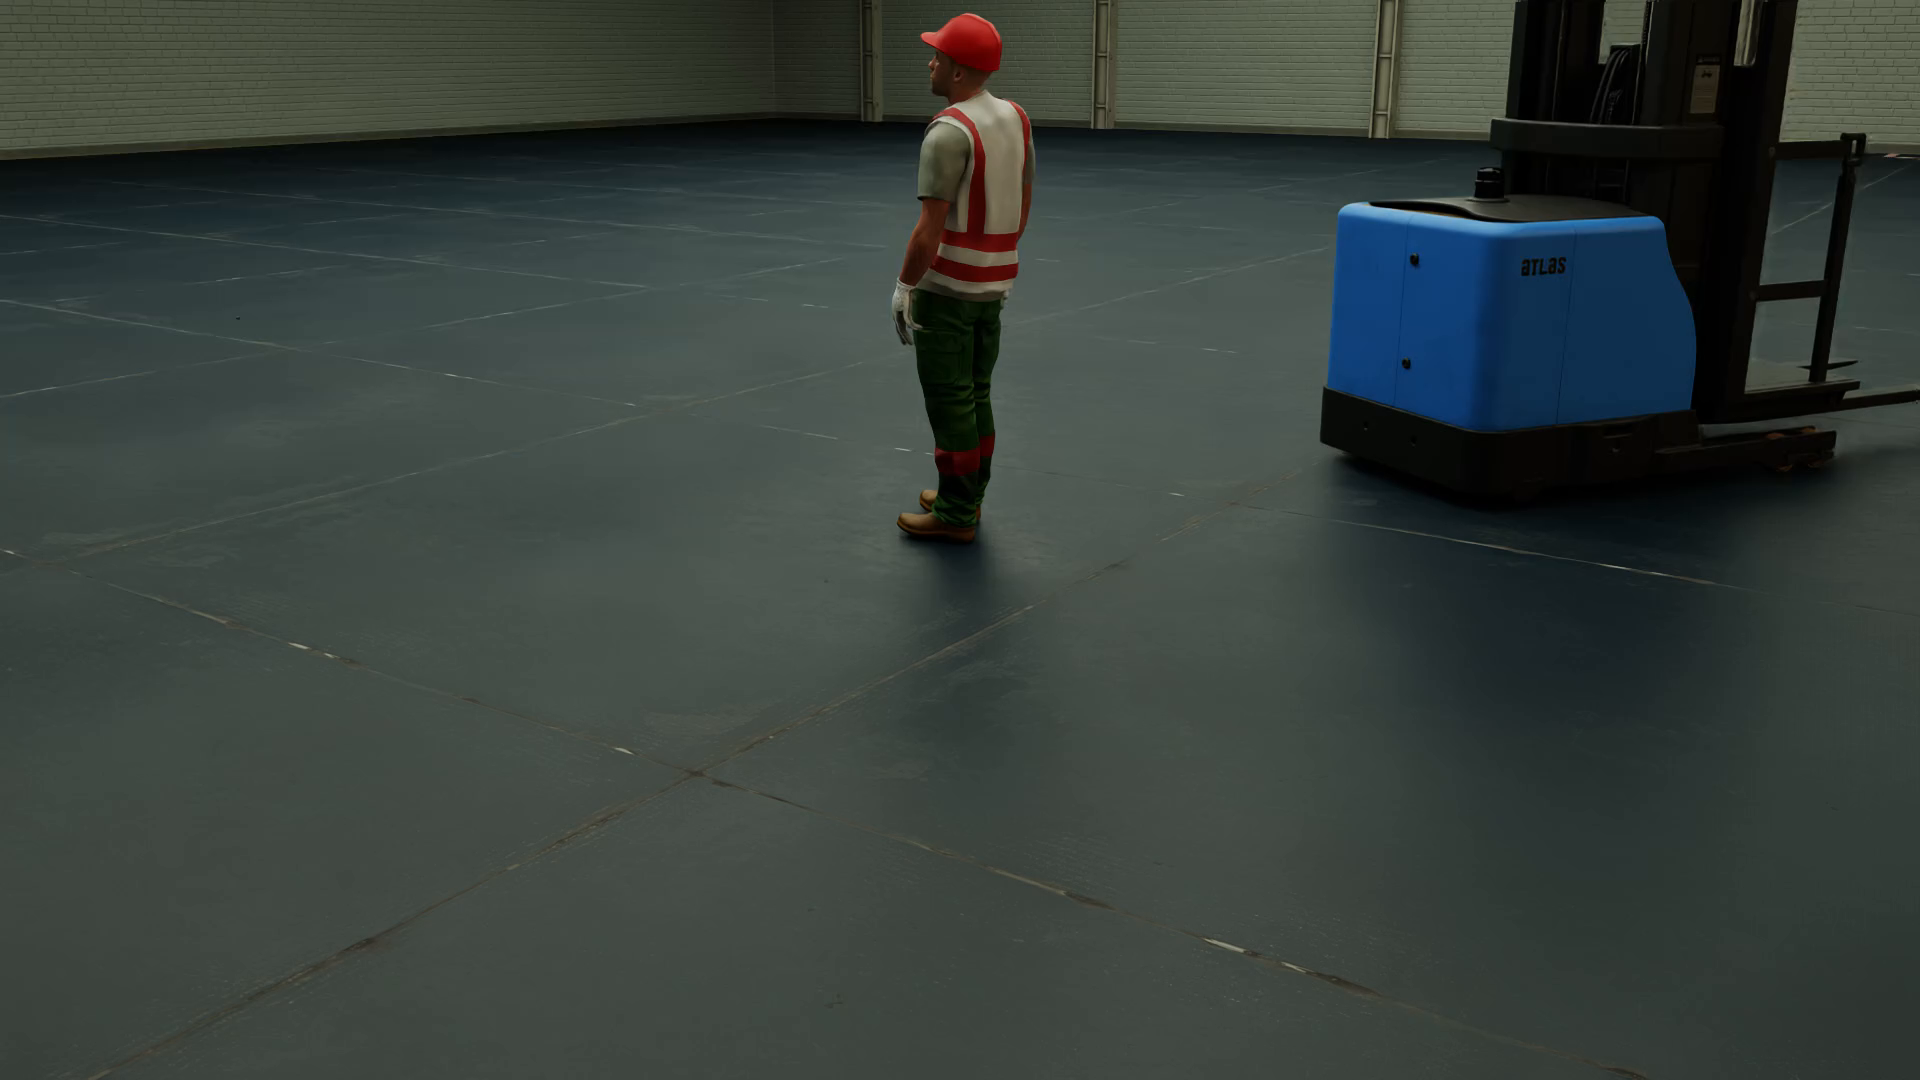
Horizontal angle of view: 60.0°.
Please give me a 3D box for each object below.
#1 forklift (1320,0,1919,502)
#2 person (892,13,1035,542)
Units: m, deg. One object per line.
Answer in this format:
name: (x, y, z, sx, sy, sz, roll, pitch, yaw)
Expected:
forklift: (3.100, -1.811, 6.889, 3.031, 2.935, 1.130, -7, 18, -23)
person: (-0.061, -0.879, 5.743, 0.562, 1.789, 0.638, 11, 20, 33)
